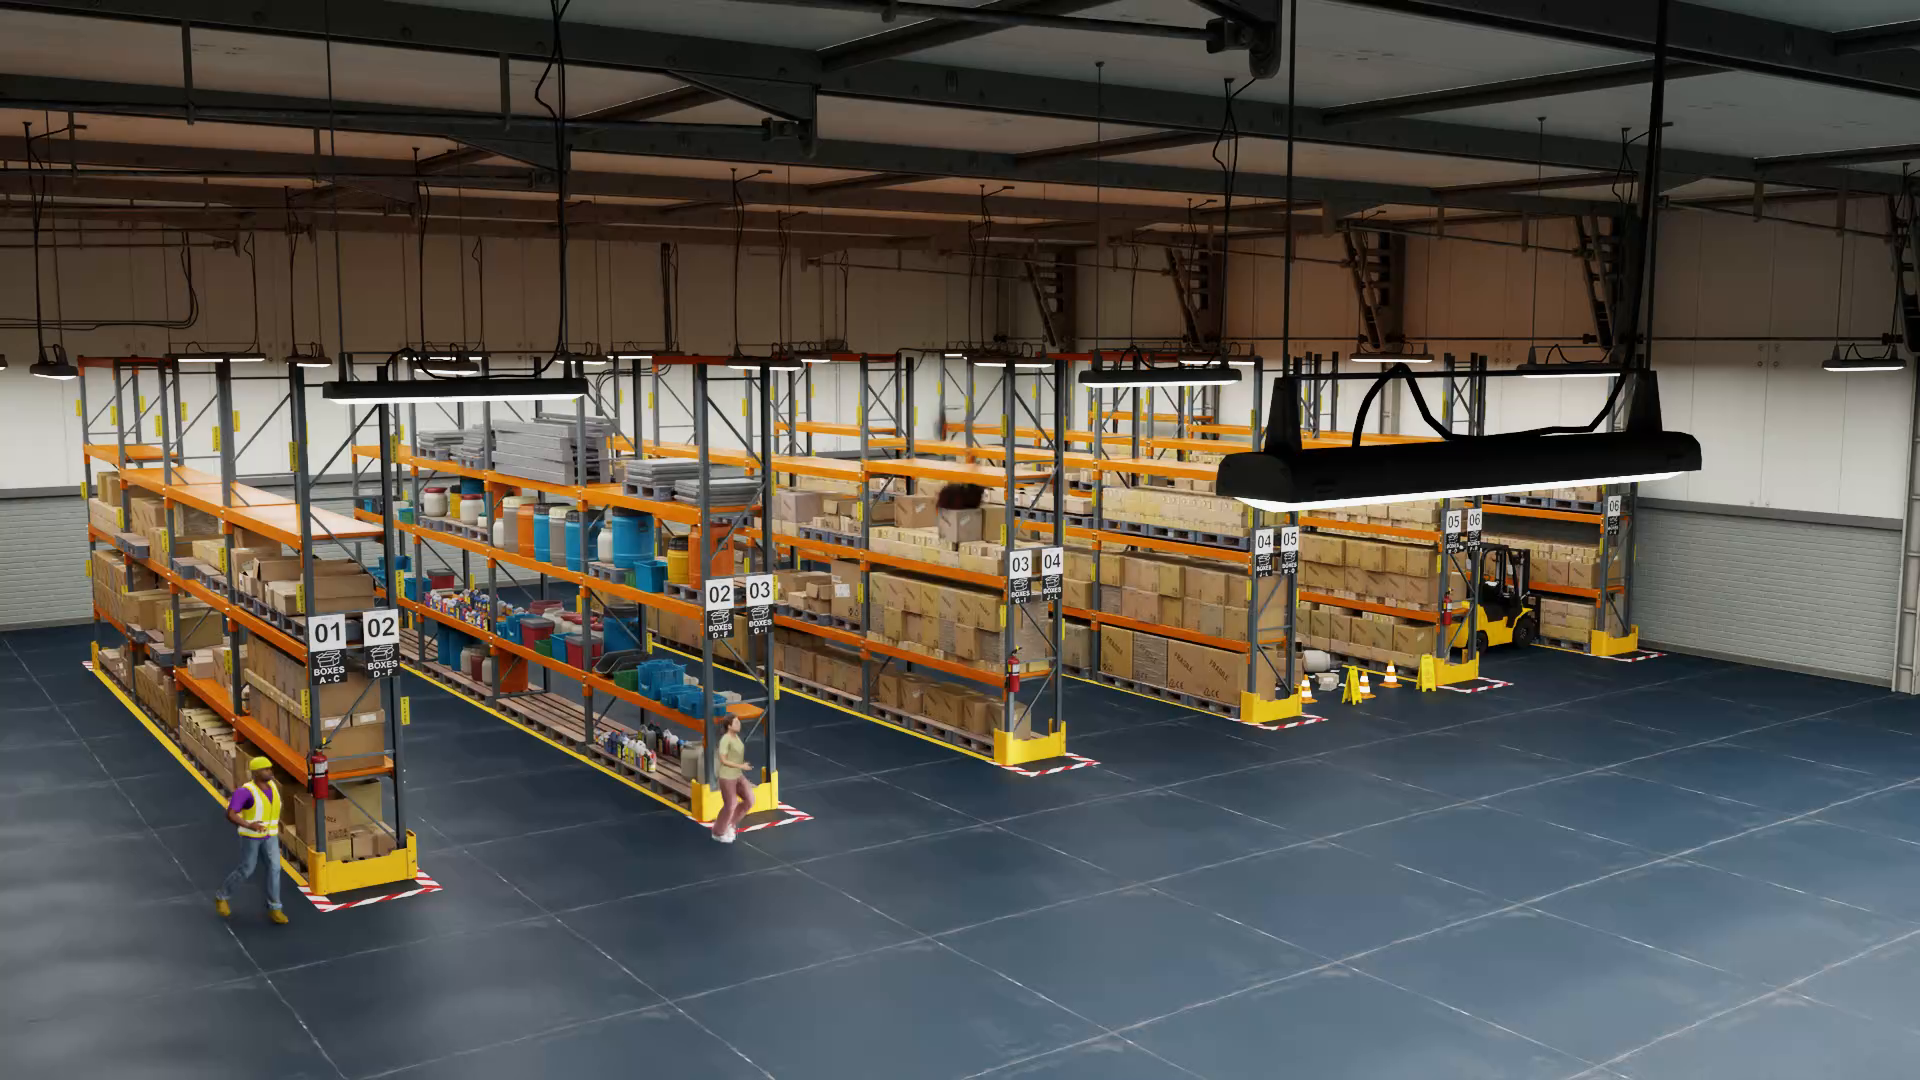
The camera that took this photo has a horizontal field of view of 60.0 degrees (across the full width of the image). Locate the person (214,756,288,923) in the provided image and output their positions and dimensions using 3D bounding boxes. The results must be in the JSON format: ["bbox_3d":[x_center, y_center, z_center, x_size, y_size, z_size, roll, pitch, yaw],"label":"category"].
[{"bbox_3d":[-7.653,3.250,18.227,0.956,1.752,0.758,4,8,27],"label":"person"}]

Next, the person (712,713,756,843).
[{"bbox_3d":[-2.841,2.984,20.918,0.604,1.643,0.607,2,7,17],"label":"person"}]
